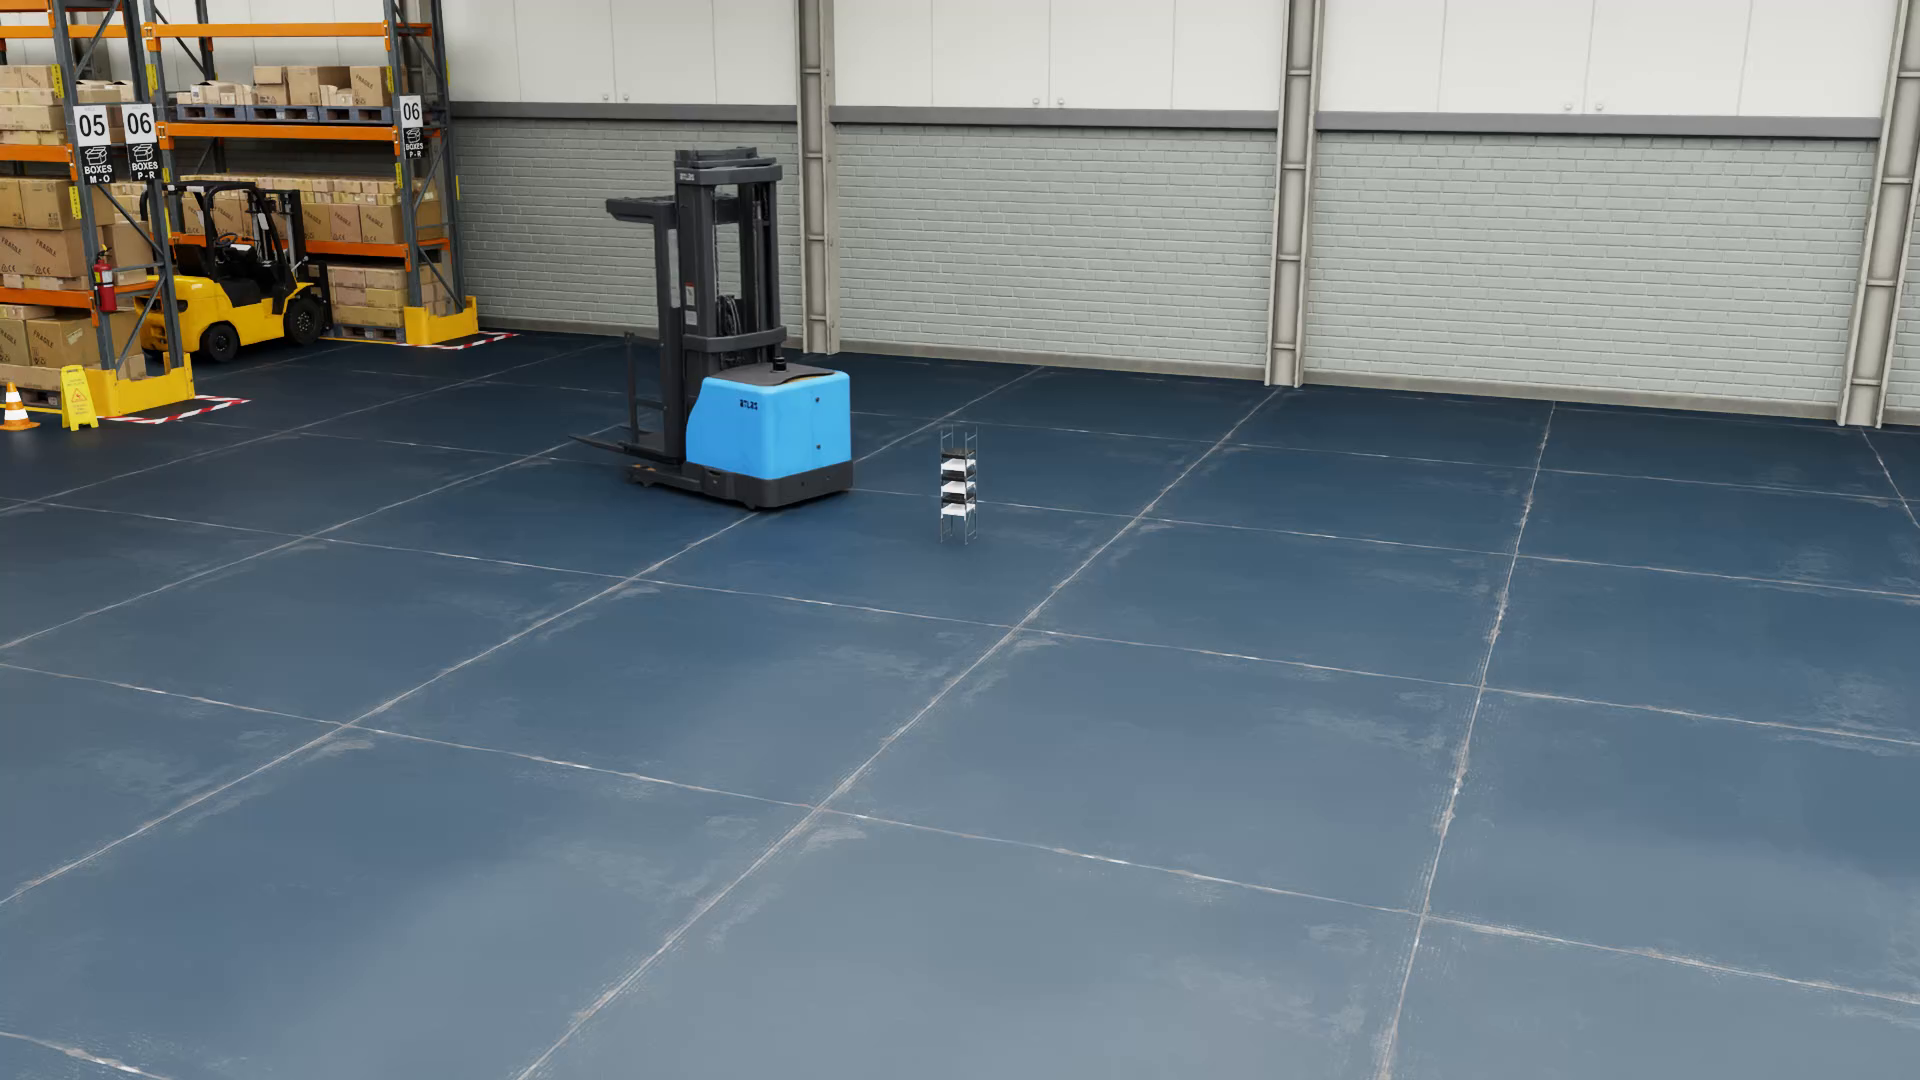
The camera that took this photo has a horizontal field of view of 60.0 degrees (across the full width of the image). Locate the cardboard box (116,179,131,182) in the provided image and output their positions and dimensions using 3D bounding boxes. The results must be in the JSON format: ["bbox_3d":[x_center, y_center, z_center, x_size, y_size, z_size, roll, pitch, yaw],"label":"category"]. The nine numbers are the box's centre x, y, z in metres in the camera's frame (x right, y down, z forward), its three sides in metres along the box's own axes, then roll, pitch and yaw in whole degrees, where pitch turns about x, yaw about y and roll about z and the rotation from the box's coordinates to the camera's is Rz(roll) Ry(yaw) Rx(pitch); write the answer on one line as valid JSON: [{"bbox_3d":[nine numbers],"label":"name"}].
[{"bbox_3d":[-12.191,-5.194,24.343,0.250,0.149,0.380,6,17,20],"label":"cardboard box"}]

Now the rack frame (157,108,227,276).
[{"bbox_3d":[-10.776,-4.599,23.636,0.127,3.000,1.000,6,17,21],"label":"rack frame"}]

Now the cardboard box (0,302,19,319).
[{"bbox_3d":[-10.313,-2.516,18.131,0.250,0.149,0.380,7,17,22],"label":"cardboard box"}]

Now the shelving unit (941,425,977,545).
[{"bbox_3d":[-0.008,-0.433,13.051,0.210,0.900,0.258,6,17,21],"label":"shelving unit"}]

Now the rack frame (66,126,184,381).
[{"bbox_3d":[-8.873,-2.902,17.791,0.127,3.000,1.000,6,17,21],"label":"rack frame"}]

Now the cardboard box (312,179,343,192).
[{"bbox_3d":[-8.447,-4.754,22.292,0.250,0.149,0.380,7,18,22],"label":"cardboard box"}]

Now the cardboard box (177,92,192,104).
[{"bbox_3d":[-10.470,-6.044,22.751,0.250,0.149,0.380,7,17,22],"label":"cardboard box"}]

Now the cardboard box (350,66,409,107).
[{"bbox_3d":[-7.556,-5.910,21.660,0.500,0.500,0.500,7,18,22],"label":"cardboard box"}]

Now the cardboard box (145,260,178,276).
[{"bbox_3d":[-11.266,-3.711,24.082,0.625,0.625,0.875,7,18,23],"label":"cardboard box"}]

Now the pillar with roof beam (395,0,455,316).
[{"bbox_3d":[-8.952,-6.260,18.595,0.400,9.000,9.100,6,17,21],"label":"pillar with roof beam"}]

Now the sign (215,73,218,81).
[{"bbox_3d":[-10.574,-6.470,23.631,0.005,0.325,0.100,6,17,21],"label":"sign"}]

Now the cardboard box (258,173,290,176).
[{"bbox_3d":[-9.643,-5.078,23.408,0.250,0.149,0.380,6,17,20],"label":"cardboard box"}]

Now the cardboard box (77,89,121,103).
[{"bbox_3d":[-9.129,-4.694,17.604,0.250,0.149,0.380,6,17,20],"label":"cardboard box"}]

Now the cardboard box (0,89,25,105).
[{"bbox_3d":[-9.983,-4.660,17.486,0.250,0.149,0.380,6,17,21],"label":"cardboard box"}]

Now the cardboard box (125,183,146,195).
[{"bbox_3d":[-11.631,-4.996,23.661,0.250,0.149,0.380,6,17,21],"label":"cardboard box"}]

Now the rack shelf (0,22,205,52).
[{"bbox_3d":[-12.637,-7.147,23.660,4.000,0.370,1.077,6,17,21],"label":"rack shelf"}]

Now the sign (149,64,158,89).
[{"bbox_3d":[-10.966,-6.297,22.613,0.005,0.325,0.100,6,17,21],"label":"sign"}]

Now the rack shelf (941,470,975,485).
[{"bbox_3d":[-0.008,-0.487,13.035,0.200,0.077,0.258,6,17,21],"label":"rack shelf"}]

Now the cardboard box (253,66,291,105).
[{"bbox_3d":[-9.003,-6.112,22.350,0.637,0.503,0.797,7,18,22],"label":"cardboard box"}]

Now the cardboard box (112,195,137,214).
[{"bbox_3d":[-11.808,-4.802,23.706,0.500,0.250,0.500,6,17,19],"label":"cardboard box"}]

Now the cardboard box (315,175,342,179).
[{"bbox_3d":[-8.718,-4.948,22.960,0.250,0.149,0.380,6,17,21],"label":"cardboard box"}]

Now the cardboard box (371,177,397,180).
[{"bbox_3d":[-7.771,-4.841,22.592,0.250,0.149,0.380,7,17,22],"label":"cardboard box"}]

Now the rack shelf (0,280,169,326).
[{"bbox_3d":[-10.734,-2.761,18.596,4.000,0.370,1.077,6,17,21],"label":"rack shelf"}]

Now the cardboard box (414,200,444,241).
[{"bbox_3d":[-7.414,-4.361,22.635,0.500,0.500,0.500,7,18,22],"label":"cardboard box"}]

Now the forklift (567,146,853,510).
[{"bbox_3d":[-2.378,-1.982,14.745,3.031,2.935,1.130,14,21,39],"label":"forklift"}]

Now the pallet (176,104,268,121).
[{"bbox_3d":[-9.973,-5.917,22.953,1.213,0.211,1.003,6,17,21],"label":"pallet"}]

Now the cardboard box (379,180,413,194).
[{"bbox_3d":[-7.466,-4.674,22.018,0.250,0.149,0.380,6,17,21],"label":"cardboard box"}]

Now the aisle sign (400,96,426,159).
[{"bbox_3d":[-7.102,-5.356,21.578,0.004,0.787,0.394,6,17,21],"label":"aisle sign"}]

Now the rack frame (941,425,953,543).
[{"bbox_3d":[-0.102,-0.443,13.087,0.006,0.900,0.240,6,17,21],"label":"rack frame"}]

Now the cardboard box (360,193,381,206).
[{"bbox_3d":[-7.729,-4.531,22.057,0.250,0.149,0.380,7,17,22],"label":"cardboard box"}]

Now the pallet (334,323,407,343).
[{"bbox_3d":[-7.782,-2.918,22.847,1.213,0.211,1.003,6,17,21],"label":"pallet"}]

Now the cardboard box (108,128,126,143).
[{"bbox_3d":[-9.062,-4.340,17.814,0.250,0.149,0.380,6,17,21],"label":"cardboard box"}]

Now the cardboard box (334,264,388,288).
[{"bbox_3d":[-8.075,-3.568,22.470,0.500,0.250,0.500,7,17,22],"label":"cardboard box"}]

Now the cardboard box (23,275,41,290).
[{"bbox_3d":[-9.806,-2.793,17.866,0.250,0.149,0.380,6,17,20],"label":"cardboard box"}]

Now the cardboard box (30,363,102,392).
[{"bbox_3d":[-9.746,-1.799,18.168,0.500,0.250,0.500,6,17,20],"label":"cardboard box"}]

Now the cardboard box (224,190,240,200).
[{"bbox_3d":[-9.880,-4.768,22.874,0.250,0.149,0.380,7,17,22],"label":"cardboard box"}]

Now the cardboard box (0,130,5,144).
[{"bbox_3d":[-9.997,-4.282,17.614,0.250,0.149,0.380,6,17,21],"label":"cardboard box"}]

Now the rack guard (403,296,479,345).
[{"bbox_3d":[-7.033,-2.987,22.566,0.348,0.500,1.175,6,17,21],"label":"rack guard"}]

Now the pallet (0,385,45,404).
[{"bbox_3d":[-10.818,-1.788,18.955,1.213,0.211,1.003,6,17,21],"label":"pallet"}]

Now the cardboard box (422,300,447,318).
[{"bbox_3d":[-7.440,-3.172,22.899,0.500,0.250,0.500,6,17,21],"label":"cardboard box"}]

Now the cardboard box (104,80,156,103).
[{"bbox_3d":[-11.539,-6.257,23.195,0.500,0.311,0.500,6,17,19],"label":"cardboard box"}]

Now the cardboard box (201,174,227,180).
[{"bbox_3d":[-10.306,-4.993,23.117,0.250,0.149,0.380,7,17,21],"label":"cardboard box"}]

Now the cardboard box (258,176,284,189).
[{"bbox_3d":[-9.361,-4.881,22.729,0.250,0.149,0.380,6,17,20],"label":"cardboard box"}]

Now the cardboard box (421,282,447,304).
[{"bbox_3d":[-7.416,-3.413,22.833,0.500,0.250,0.500,7,17,22],"label":"cardboard box"}]

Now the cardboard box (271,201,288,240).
[{"bbox_3d":[-9.037,-4.377,22.690,0.500,0.500,0.500,6,17,21],"label":"cardboard box"}]

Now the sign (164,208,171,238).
[{"bbox_3d":[-8.674,-3.459,18.155,0.005,0.325,0.100,6,17,21],"label":"sign"}]

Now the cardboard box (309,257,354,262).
[{"bbox_3d":[-8.835,-3.808,23.296,0.500,0.250,0.500,6,17,20],"label":"cardboard box"}]

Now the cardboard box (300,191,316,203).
[{"bbox_3d":[-8.683,-4.637,22.424,0.250,0.149,0.380,6,17,21],"label":"cardboard box"}]
